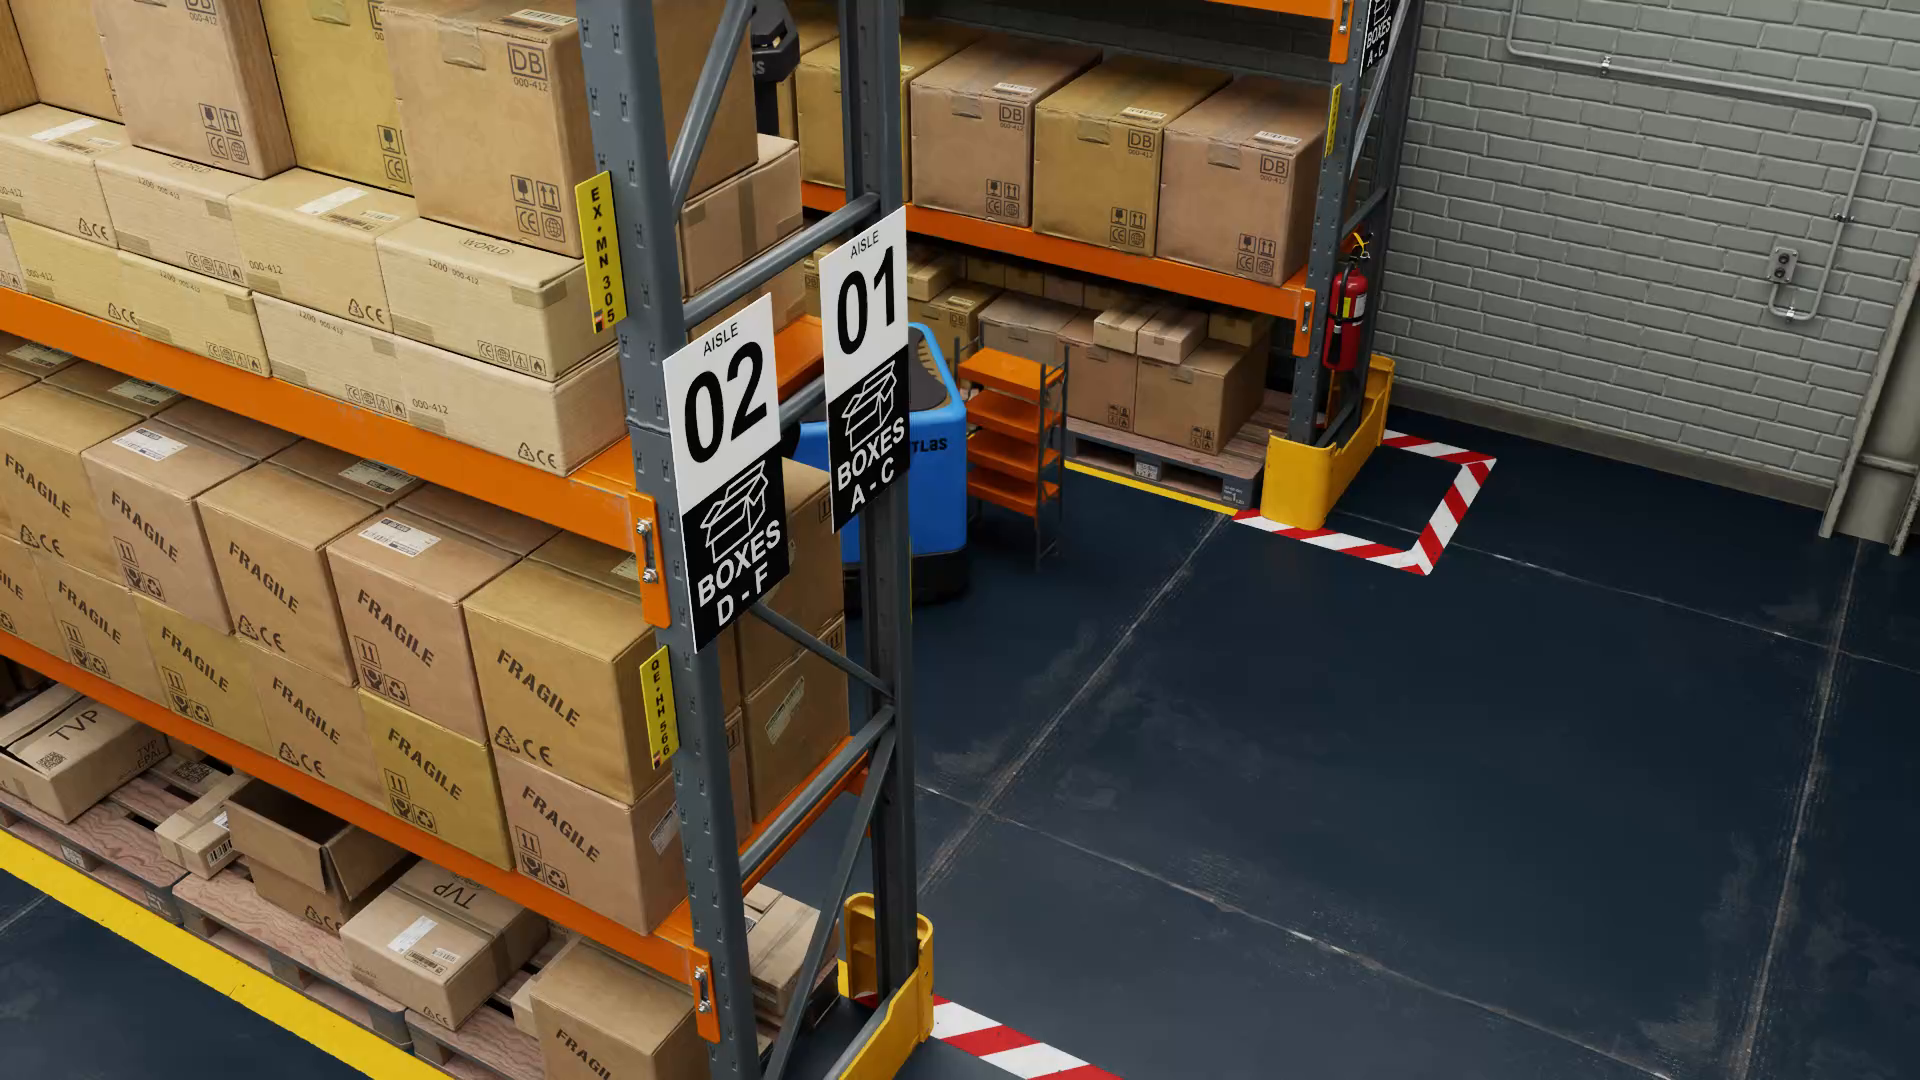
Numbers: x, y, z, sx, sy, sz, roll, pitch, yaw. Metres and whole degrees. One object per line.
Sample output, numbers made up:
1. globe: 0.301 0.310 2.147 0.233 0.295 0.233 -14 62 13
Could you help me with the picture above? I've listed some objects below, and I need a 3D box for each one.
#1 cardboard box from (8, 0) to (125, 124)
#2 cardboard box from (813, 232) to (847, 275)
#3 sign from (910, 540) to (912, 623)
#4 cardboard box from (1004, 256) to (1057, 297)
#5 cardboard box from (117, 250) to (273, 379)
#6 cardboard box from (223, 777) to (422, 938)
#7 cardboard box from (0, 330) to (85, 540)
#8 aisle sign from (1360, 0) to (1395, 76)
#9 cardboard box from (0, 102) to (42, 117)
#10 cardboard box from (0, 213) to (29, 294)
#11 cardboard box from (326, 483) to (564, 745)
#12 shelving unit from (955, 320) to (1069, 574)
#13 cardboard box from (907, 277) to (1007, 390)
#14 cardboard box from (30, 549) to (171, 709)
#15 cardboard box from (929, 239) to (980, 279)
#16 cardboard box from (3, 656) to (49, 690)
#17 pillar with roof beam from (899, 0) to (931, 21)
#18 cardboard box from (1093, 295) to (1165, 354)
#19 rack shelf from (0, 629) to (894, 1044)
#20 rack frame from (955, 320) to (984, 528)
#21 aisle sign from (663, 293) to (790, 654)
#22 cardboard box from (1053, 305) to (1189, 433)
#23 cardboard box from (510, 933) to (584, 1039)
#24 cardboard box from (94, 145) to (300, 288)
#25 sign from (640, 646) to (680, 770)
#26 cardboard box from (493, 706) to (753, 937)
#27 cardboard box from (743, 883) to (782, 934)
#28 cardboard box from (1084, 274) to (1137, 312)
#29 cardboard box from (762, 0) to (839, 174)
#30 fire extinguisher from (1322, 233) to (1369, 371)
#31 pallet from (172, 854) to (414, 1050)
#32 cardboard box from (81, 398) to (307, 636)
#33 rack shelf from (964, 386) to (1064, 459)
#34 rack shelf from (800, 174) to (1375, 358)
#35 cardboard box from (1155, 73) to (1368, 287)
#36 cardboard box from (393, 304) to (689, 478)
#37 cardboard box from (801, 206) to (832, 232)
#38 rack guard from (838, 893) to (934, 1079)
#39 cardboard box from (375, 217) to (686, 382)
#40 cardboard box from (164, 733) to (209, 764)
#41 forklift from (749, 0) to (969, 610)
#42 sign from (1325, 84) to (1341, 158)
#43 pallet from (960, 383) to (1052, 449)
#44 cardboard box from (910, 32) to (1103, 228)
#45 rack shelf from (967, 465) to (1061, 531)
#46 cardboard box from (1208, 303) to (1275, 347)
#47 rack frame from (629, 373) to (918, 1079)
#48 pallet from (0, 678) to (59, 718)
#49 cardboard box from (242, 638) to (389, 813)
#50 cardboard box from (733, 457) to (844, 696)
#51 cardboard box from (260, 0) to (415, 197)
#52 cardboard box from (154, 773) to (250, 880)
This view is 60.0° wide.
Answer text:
1. cardboard box: -2.166 -1.520 4.628 0.500 0.500 0.700 18 37 24
2. cardboard box: -0.658 -1.686 9.867 0.250 0.149 0.380 19 38 26
3. sign: -0.176 0.145 5.045 0.005 0.325 0.100 18 37 24
4. cardboard box: 0.459 -1.577 9.703 0.250 0.149 0.380 18 38 25
5. cardboard box: -1.891 -0.708 4.536 0.500 0.250 0.500 18 37 24
6. cardboard box: -2.284 1.036 6.343 0.637 0.503 0.797 18 37 24
7. cardboard box: -3.200 -0.385 5.629 0.500 0.500 0.500 16 37 23
8. aisle sign: 1.923 -2.536 7.507 0.004 0.787 0.394 18 37 24
9. cardboard box: -2.755 -1.195 4.816 0.500 0.250 0.500 18 37 24
10. cardboard box: -2.753 -0.989 4.958 0.500 0.250 0.500 18 37 24
11. cardboard box: -1.407 0.180 4.781 0.500 0.500 0.500 19 38 26
12. shelving unit: 0.251 -0.458 8.355 0.503 1.200 0.258 20 39 27
13. cardboard box: 0.014 -1.316 9.896 0.500 0.500 0.700 18 38 25
14. cardboard box: -2.731 0.174 5.692 0.500 0.500 0.500 17 37 24
15. cardboard box: 0.015 -1.717 9.914 0.250 0.149 0.380 18 38 25
16. cardboard box: -4.217 0.273 7.492 0.500 0.500 0.500 16 37 22
17. pillar with roof beam: -2.562 -3.368 5.688 0.400 9.000 9.100 18 37 24
18. cardboard box: 0.928 -1.185 9.114 0.250 0.149 0.380 19 38 26
19. rack shelf: -2.181 0.516 5.918 4.000 0.370 1.077 18 37 24
20. rack frame: 0.048 -0.533 8.468 0.015 1.200 0.240 20 39 27
21. aisle sign: -0.538 -0.149 3.923 0.004 0.787 0.394 18 37 24
22. cardboard box: 0.918 -1.035 9.474 0.500 0.500 0.700 17 37 24
23. cardboard box: -1.346 1.577 5.835 0.250 0.166 0.380 18 37 24
24. cardboard box: -1.884 -0.923 4.408 0.500 0.250 0.500 18 37 24
25. sign: -0.738 0.414 4.092 0.005 0.325 0.100 18 37 24
26. cardboard box: -0.969 0.733 4.853 0.500 0.500 0.500 19 38 26
27. cardboard box: -0.855 1.413 6.081 0.250 0.166 0.380 18 37 24
28. cardboard box: 0.903 -1.437 9.493 0.250 0.149 0.380 18 38 25
29. cardboard box: -1.000 -2.686 9.807 0.700 0.700 0.980 18 38 25
30. fire extinguisher: 1.912 -1.168 8.203 0.183 0.674 0.296 18 37 24
31. pallet: -2.259 1.351 6.530 1.213 0.211 1.003 18 37 24
32. cardboard box: -2.305 -0.102 5.204 0.500 0.500 0.500 19 38 26
33. rack shelf: 0.251 -0.588 8.269 0.480 0.148 0.258 20 39 27
34. rack shelf: 0.273 -1.869 9.500 4.000 0.370 1.077 18 37 24
35. cardboard box: 1.562 -1.879 8.594 0.700 0.700 0.980 19 38 26
36. cardboard box: -1.022 -0.434 4.125 0.500 0.250 0.500 18 37 24
37. cardboard box: -0.892 -2.003 10.343 0.250 0.149 0.380 17 37 24
38. rack guard: -0.511 1.786 5.617 0.348 0.500 1.175 18 37 24
39. cardboard box: -1.017 -0.646 3.992 0.500 0.250 0.500 18 37 24
40. cardboard box: -3.282 0.544 7.085 0.500 0.500 0.500 18 37 24
41. forklift: -1.524 -1.026 7.646 3.031 2.935 1.130 -7 34 -10
42. sign: 1.729 -1.942 7.701 0.005 0.325 0.100 18 37 24
43. pallet: 0.222 -0.976 10.025 1.213 0.211 1.003 18 37 24
44. cardboard box: 0.268 -2.288 9.208 0.700 0.700 0.980 16 37 22
45. rack shelf: 0.251 -0.237 8.503 0.480 0.148 0.258 20 39 27
46. cardboard box: 1.560 -1.229 9.181 0.250 0.149 0.380 18 38 25
47. rack frame: -0.445 0.766 4.893 0.127 3.000 1.000 18 37 24
48. pallet: -4.643 0.622 7.626 1.213 0.211 1.003 18 37 24
49. cardboard box: -1.851 0.452 5.275 0.500 0.500 0.500 18 38 25
50. cardboard box: -0.699 0.060 4.962 0.500 0.500 0.500 19 38 26
51. cardboard box: -1.291 -1.252 4.225 0.500 0.500 0.700 18 37 24
52. cardboard box: -2.905 1.115 6.528 0.250 0.166 0.380 18 37 24
